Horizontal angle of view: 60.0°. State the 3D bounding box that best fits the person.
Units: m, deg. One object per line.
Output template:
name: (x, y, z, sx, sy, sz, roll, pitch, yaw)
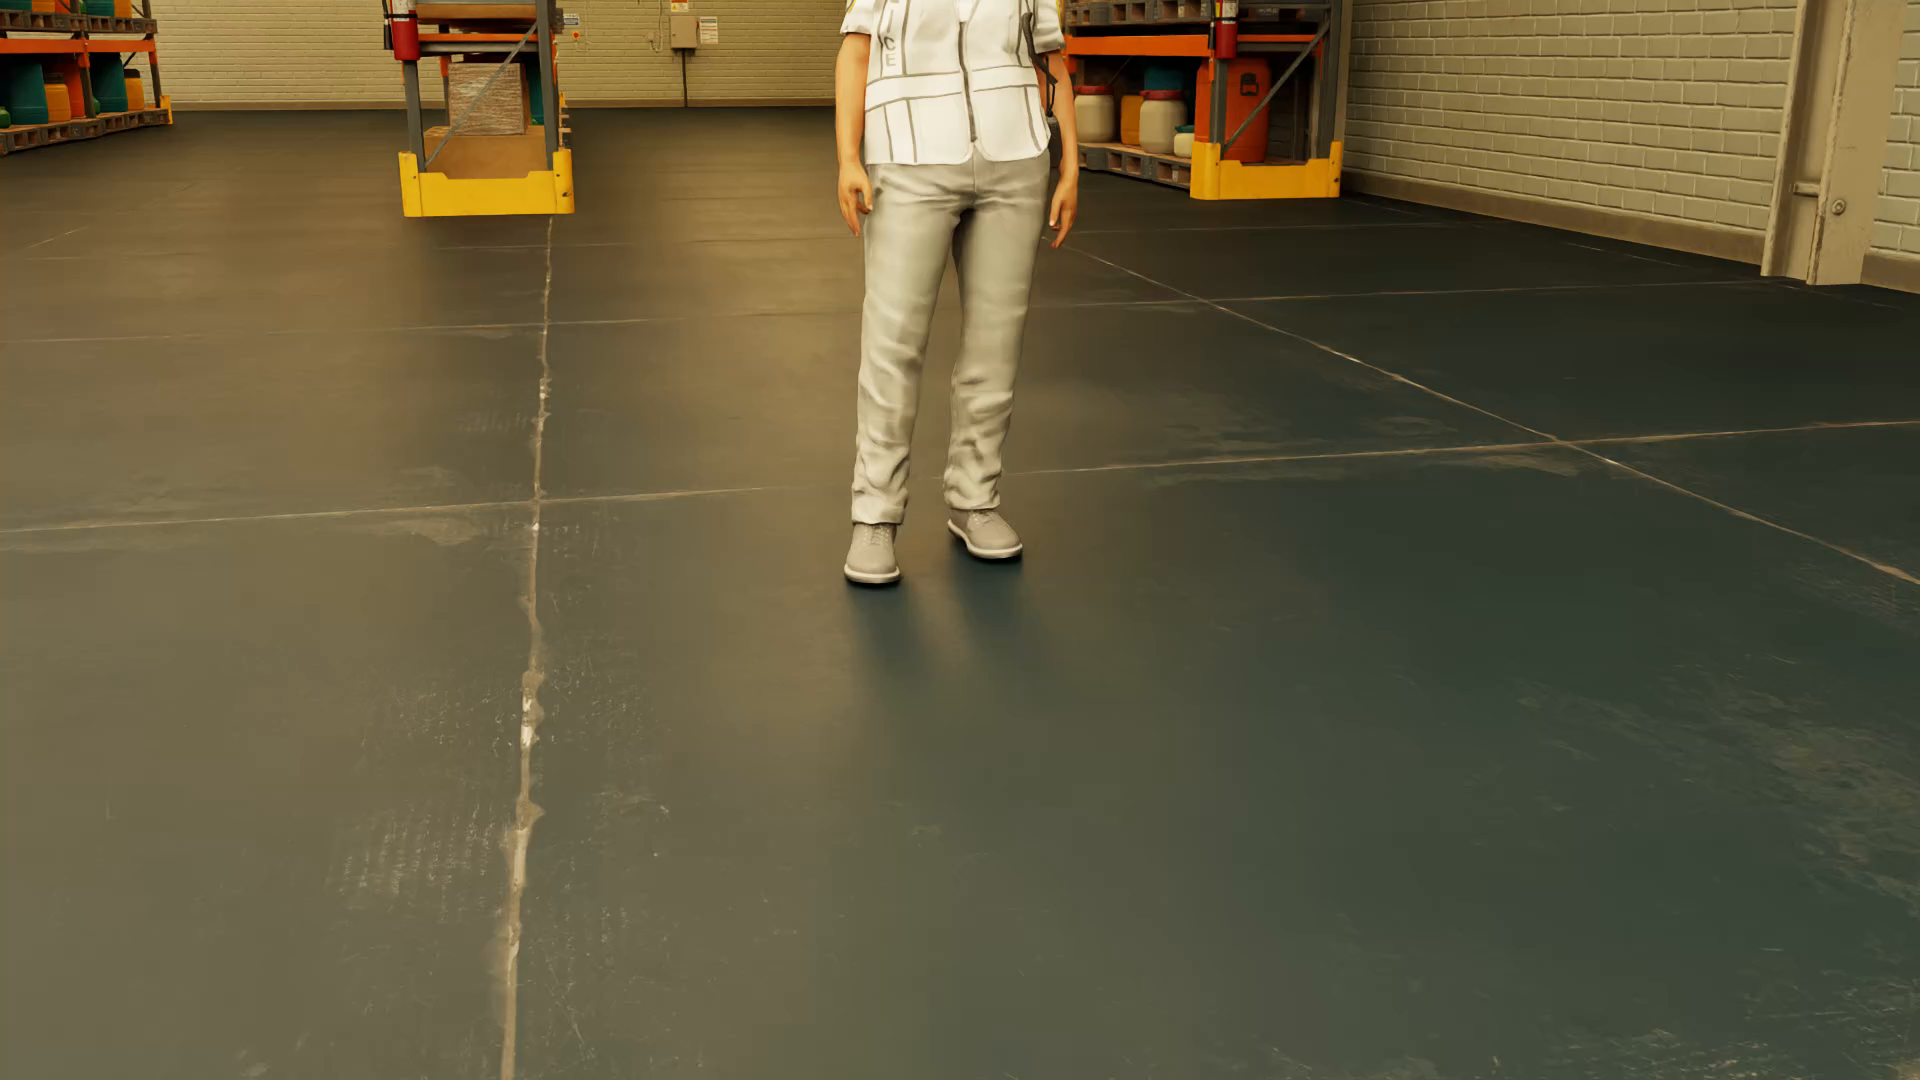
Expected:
person: (-0.005, -0.783, 3.700, 0.598, 1.670, 0.529, -4, 17, -12)
